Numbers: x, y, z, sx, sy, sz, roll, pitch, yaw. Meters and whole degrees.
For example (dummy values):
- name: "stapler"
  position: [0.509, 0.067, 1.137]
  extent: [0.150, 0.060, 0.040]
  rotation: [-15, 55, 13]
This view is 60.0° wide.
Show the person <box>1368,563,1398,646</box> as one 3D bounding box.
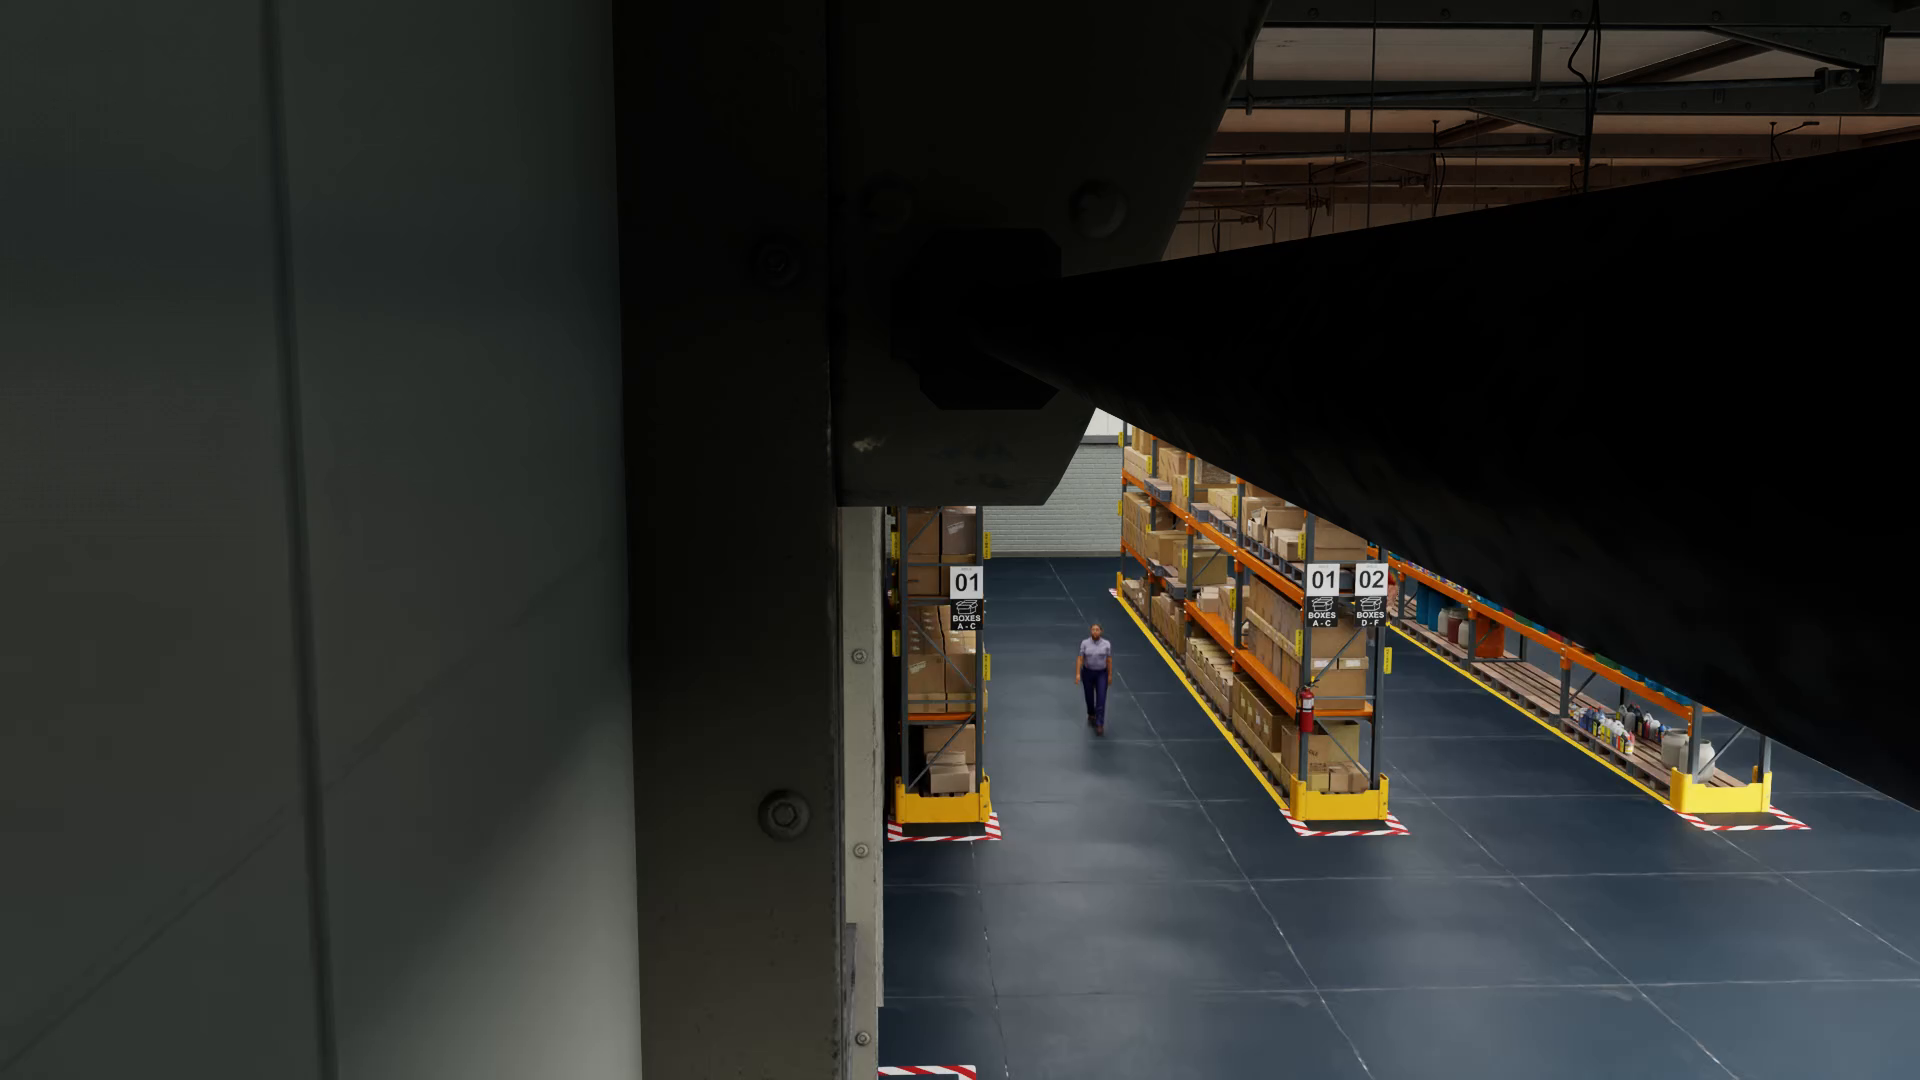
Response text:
- name: "person"
  position: [7.777, 1.188, 30.923]
  extent: [0.710, 1.637, 0.720]
  rotation: [1, 8, 8]

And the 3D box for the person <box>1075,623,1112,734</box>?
- name: "person"
  position: [2.002, 2.037, 24.920]
  extent: [0.525, 1.589, 1.007]
  rotation: [1, 8, 8]
